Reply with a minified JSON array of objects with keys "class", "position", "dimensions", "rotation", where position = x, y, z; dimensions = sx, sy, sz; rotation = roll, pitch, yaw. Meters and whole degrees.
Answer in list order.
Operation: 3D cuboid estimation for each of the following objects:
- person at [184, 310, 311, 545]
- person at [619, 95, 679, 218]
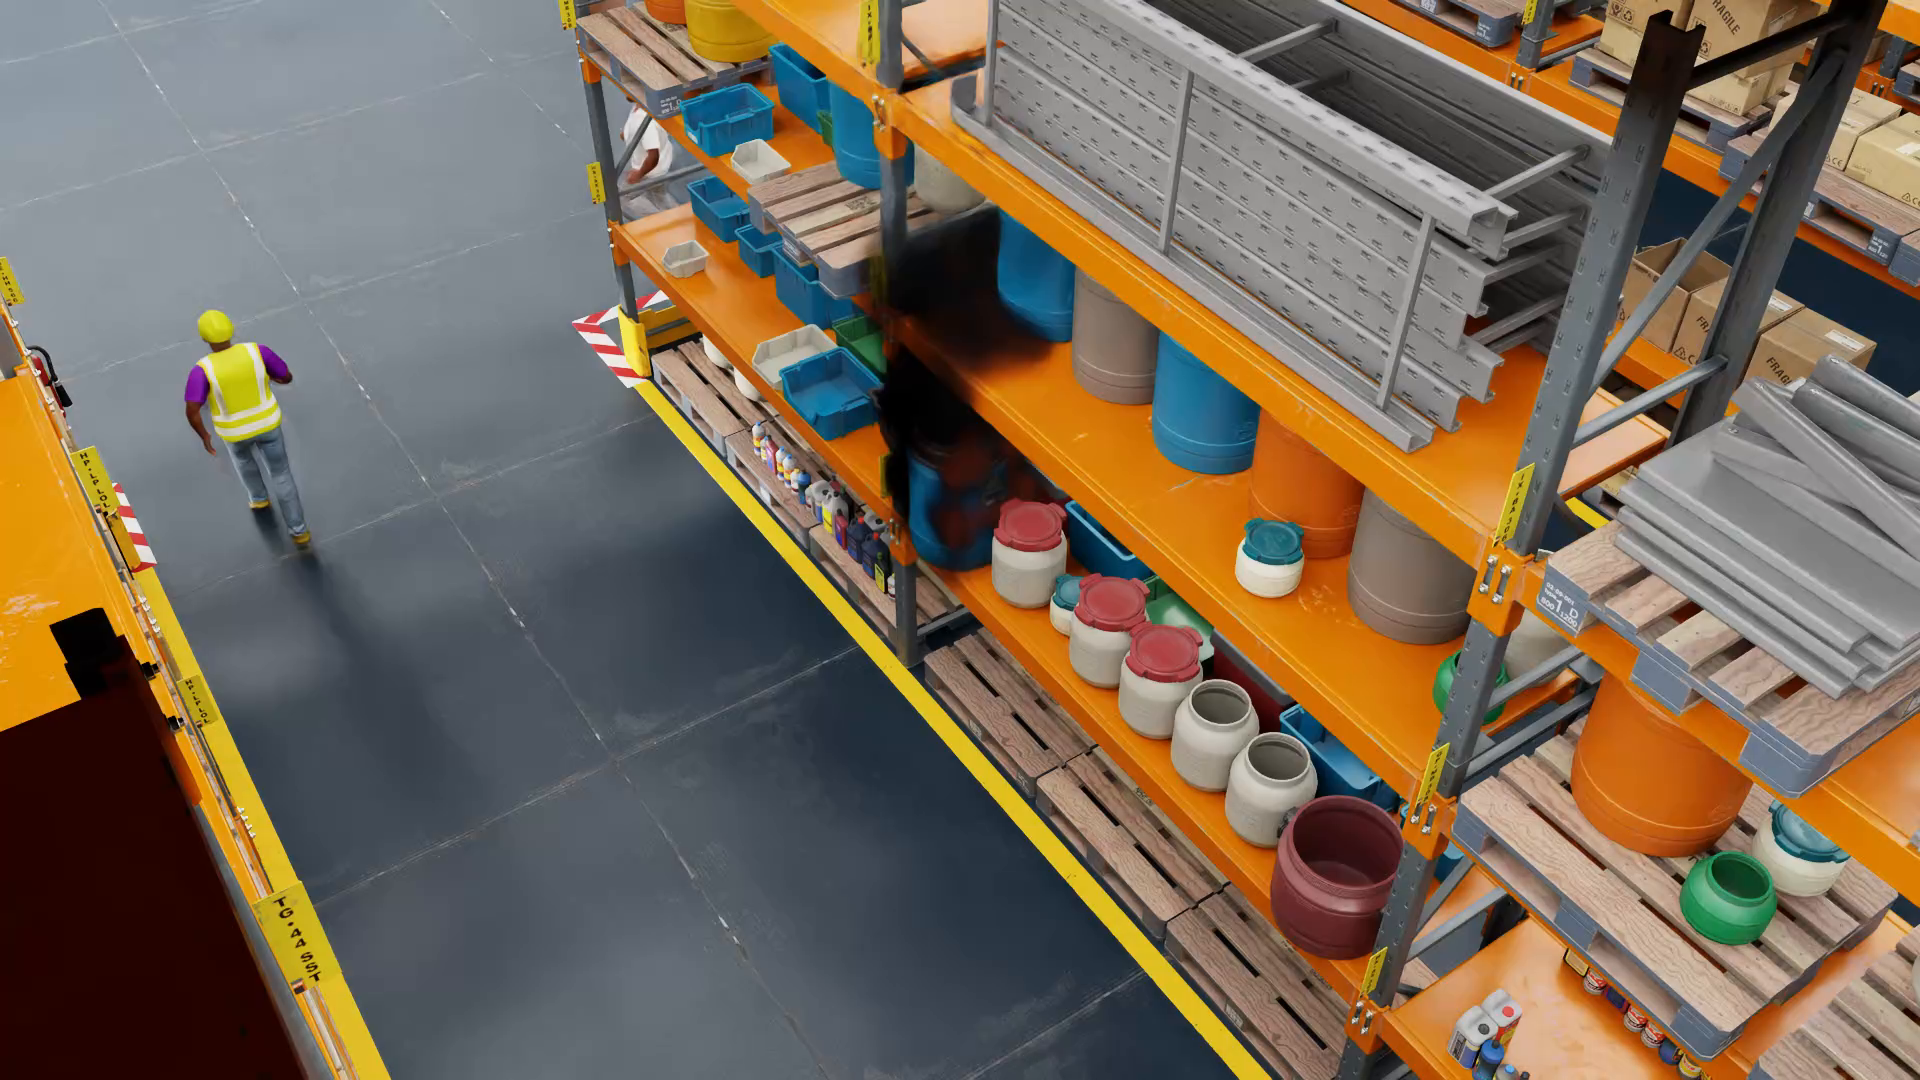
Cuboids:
[{"class":"person","position":[-4.797,-0.743,11.284],"dimensions":[0.710,1.798,0.838],"rotation":[-21,47,-21]},{"class":"person","position":[-2.626,-3.159,13.912],"dimensions":[0.565,1.718,0.776],"rotation":[7,43,8]}]
